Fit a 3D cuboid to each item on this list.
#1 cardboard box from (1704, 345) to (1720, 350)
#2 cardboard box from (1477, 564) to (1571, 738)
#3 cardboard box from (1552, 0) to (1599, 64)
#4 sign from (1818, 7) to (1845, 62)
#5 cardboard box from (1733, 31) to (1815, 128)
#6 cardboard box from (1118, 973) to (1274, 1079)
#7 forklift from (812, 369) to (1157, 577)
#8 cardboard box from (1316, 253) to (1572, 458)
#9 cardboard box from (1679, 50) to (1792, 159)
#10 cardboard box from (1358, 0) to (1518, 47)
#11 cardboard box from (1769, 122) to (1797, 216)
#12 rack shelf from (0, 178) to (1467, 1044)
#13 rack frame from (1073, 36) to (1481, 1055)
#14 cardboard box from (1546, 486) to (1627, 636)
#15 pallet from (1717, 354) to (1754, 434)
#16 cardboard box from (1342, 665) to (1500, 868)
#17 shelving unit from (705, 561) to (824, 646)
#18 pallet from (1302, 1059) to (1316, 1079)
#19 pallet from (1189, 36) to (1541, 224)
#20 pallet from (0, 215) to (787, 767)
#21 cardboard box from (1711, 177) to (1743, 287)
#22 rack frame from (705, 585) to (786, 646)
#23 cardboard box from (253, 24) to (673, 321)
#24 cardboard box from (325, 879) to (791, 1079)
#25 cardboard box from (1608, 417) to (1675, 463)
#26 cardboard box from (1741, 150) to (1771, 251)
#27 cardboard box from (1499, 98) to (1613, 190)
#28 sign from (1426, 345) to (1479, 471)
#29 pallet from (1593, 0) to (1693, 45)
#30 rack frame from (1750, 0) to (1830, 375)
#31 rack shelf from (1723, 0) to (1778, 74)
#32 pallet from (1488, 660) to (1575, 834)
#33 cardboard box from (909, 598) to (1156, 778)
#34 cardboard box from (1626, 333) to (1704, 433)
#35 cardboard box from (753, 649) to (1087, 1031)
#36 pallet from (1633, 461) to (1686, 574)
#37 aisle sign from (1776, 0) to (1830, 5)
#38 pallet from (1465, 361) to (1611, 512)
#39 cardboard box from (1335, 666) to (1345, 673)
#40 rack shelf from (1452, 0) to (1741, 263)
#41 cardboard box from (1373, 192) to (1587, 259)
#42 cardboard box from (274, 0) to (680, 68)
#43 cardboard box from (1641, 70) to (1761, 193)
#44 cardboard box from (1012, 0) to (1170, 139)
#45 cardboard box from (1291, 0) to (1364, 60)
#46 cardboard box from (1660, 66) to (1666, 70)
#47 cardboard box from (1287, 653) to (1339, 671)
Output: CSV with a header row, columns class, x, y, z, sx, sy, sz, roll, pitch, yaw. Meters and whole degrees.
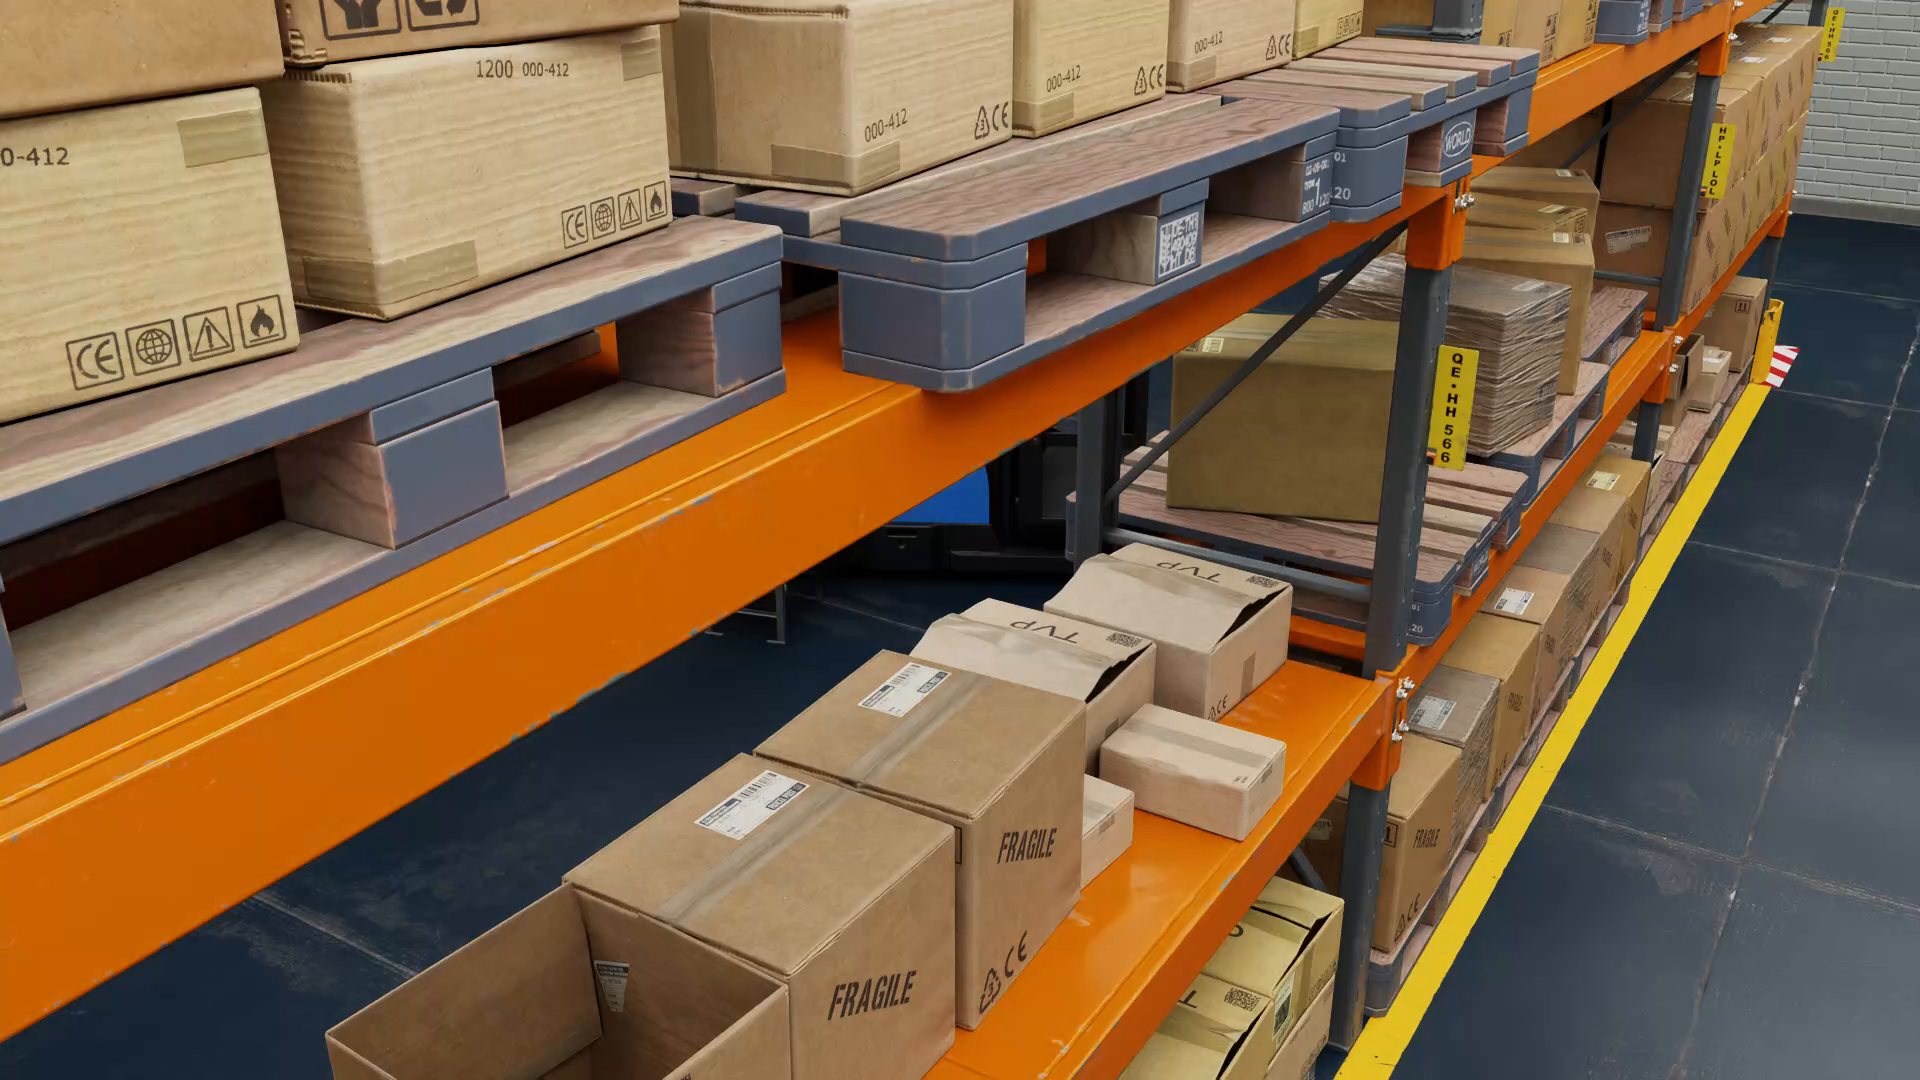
class,x,y,z,sx,sy,sz,roll,pitch,yaw
cardboard box,4.651,-1.172,10.694,0.380,0.166,0.250,14,27,29
cardboard box,2.093,0.405,6.631,0.500,0.500,0.500,13,27,27
cardboard box,1.543,-1.847,5.340,0.910,0.500,0.500,14,27,29
sign,5.479,-3.176,10.456,0.100,0.325,0.005,14,27,29
cardboard box,4.752,-2.749,9.941,0.500,0.500,0.500,15,27,30
cardboard box,0.463,1.294,4.212,0.500,0.311,0.500,13,27,28
forklift,0.623,-1.332,8.137,3.031,2.935,1.130,1,23,3
cardboard box,1.680,-0.666,5.859,0.700,0.500,0.500,20,31,39
cardboard box,4.211,-2.400,9.134,0.500,0.500,0.500,15,27,31
cardboard box,1.000,-1.500,4.537,0.910,0.500,0.500,14,27,29
cardboard box,4.743,-2.285,10.127,0.500,0.500,0.500,14,27,29
rack shelf,-0.256,-0.294,2.784,1.077,0.370,4.000,14,27,29
rack frame,0.799,0.077,4.796,1.000,3.000,0.127,14,27,29
cardboard box,2.624,0.064,7.419,0.500,0.500,0.500,14,27,29
pallet,4.559,-1.048,10.906,1.003,0.211,1.213,14,27,29
cardboard box,1.553,0.751,5.833,0.500,0.500,0.500,13,27,27
shelving unit,-0.924,-0.597,7.486,0.431,2.100,0.503,7,24,15
pallet,0.331,1.626,4.727,1.003,0.211,1.213,14,27,29
pallet,0.517,-0.965,3.666,1.213,0.211,1.003,15,28,31
pallet,-0.857,-0.162,1.814,0.805,0.209,1.217,13,26,27
cardboard box,3.676,-1.607,8.561,0.500,0.500,0.500,14,27,30
rack frame,-0.993,-0.504,7.271,0.400,2.100,0.015,7,24,15
cardboard box,-0.691,-0.465,1.934,0.500,0.250,0.500,11,26,24
cardboard box,-0.615,0.948,2.660,0.500,0.500,0.500,16,28,33
cardboard box,3.762,-0.565,9.292,0.380,0.166,0.250,14,27,29
cardboard box,4.209,-1.948,9.347,0.500,0.500,0.500,13,27,28
cardboard box,2.955,-2.003,8.216,0.500,0.500,0.500,14,27,29
sign,1.272,-0.339,4.300,0.100,0.325,0.005,14,27,29
pallet,1.960,-2.007,6.072,1.213,0.211,1.003,14,27,29
rack frame,5.018,-2.623,11.034,1.000,3.000,0.127,14,27,29
rack shelf,3.964,-2.994,9.021,1.077,0.370,4.000,14,27,29
pallet,1.869,0.703,6.862,1.003,0.211,1.213,14,27,29
cardboard box,0.162,0.379,4.211,0.500,0.311,0.500,14,27,28
cardboard box,3.895,-0.965,9.791,0.797,0.503,0.637,14,27,29
cardboard box,-0.073,0.601,3.460,0.500,0.500,0.500,12,26,26
pallet,3.272,-0.225,9.004,1.003,0.211,1.213,14,27,29
aisle sign,5.315,-3.775,10.422,0.394,0.787,0.004,14,27,29
pallet,1.820,-0.492,6.353,1.003,0.211,1.213,14,27,29
cardboard box,1.092,0.657,6.048,0.500,0.500,0.500,15,28,31
rack shelf,1.854,-1.644,5.903,1.077,0.370,4.000,14,27,29
cardboard box,2.160,-1.153,6.984,0.700,0.500,0.500,19,30,37
cardboard box,-0.672,-0.814,1.796,0.500,0.500,0.500,17,29,34
cardboard box,3.668,-2.052,8.330,0.500,0.500,0.500,13,27,27
cardboard box,0.035,-0.887,2.908,0.500,0.250,0.500,13,27,28
cardboard box,0.607,-1.258,3.766,0.500,0.250,0.500,12,26,25
cardboard box,3.489,-2.346,9.010,0.500,0.500,0.500,14,27,29
cardboard box,1.119,0.293,5.945,0.500,0.250,0.500,15,28,31
